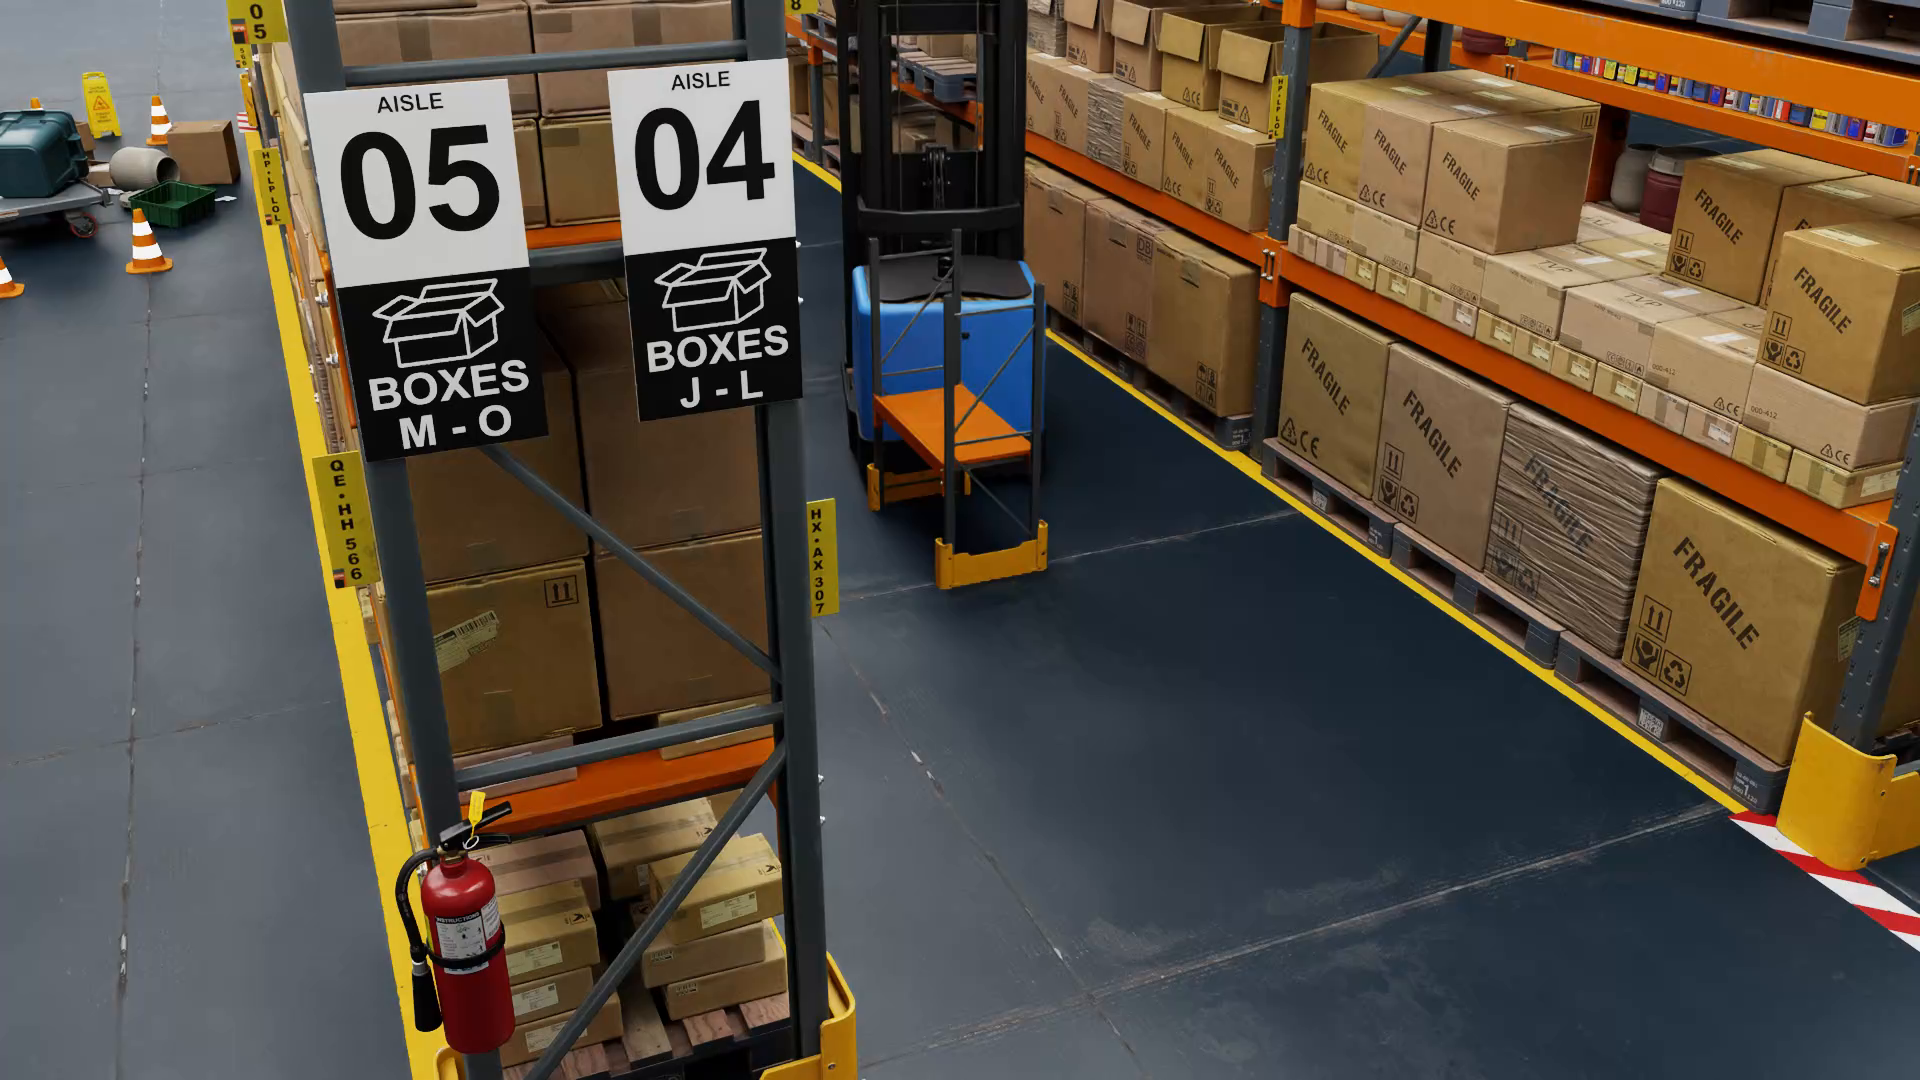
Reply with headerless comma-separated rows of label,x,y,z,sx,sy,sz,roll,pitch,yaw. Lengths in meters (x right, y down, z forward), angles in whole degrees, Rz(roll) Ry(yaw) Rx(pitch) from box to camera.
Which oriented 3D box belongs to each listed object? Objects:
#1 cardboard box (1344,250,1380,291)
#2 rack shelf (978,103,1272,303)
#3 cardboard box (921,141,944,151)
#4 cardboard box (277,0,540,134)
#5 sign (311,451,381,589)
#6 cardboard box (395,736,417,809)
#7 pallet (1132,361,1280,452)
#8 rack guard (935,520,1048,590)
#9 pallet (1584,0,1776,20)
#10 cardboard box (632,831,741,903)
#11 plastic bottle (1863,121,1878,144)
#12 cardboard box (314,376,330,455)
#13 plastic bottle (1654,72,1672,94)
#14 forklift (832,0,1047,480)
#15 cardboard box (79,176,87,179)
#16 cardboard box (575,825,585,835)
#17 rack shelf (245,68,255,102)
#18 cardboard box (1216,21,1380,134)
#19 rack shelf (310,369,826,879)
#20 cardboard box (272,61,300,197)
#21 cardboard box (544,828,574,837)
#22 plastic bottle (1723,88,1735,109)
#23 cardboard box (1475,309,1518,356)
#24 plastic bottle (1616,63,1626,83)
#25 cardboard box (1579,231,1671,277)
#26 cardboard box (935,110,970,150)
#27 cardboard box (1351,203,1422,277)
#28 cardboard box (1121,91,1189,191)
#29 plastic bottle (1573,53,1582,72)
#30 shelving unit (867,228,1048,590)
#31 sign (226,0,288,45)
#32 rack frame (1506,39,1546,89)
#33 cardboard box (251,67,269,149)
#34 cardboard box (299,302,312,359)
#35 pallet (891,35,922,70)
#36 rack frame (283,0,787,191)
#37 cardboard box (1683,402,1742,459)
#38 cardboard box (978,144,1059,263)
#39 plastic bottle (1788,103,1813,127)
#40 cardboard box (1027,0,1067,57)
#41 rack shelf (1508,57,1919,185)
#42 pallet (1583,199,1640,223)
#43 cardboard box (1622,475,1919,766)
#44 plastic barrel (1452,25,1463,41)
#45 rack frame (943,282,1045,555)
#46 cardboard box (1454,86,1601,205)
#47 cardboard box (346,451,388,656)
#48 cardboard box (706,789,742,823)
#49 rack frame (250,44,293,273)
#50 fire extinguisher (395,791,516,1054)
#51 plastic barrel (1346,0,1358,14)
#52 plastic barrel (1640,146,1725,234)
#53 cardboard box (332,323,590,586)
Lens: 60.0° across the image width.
cardboard box,2.193,-1.393,8.470,0.380,0.149,0.250,-10,28,-19
rack shelf,1.393,-2.379,11.023,1.077,0.370,4.000,-11,28,-21
cardboard box,0.100,-3.072,13.971,0.700,0.500,0.500,-13,29,-25
cardboard box,-1.275,-1.116,3.798,0.500,0.250,0.500,-11,28,-22
sign,-1.379,-0.043,3.740,0.100,0.325,0.005,-11,28,-21
cardboard box,-1.764,0.778,5.830,0.380,0.149,0.250,-10,28,-19
pallet,1.805,-0.940,10.434,1.003,0.211,1.213,-11,28,-21
rack guard,0.160,0.073,8.315,0.587,0.250,0.087,-10,28,-20
pallet,2.961,-2.379,6.885,1.003,0.211,1.213,-11,28,-21
cardboard box,-0.885,1.115,5.480,0.380,0.149,0.250,-11,28,-21
plastic bottle,6.212,-2.802,11.296,0.097,0.201,0.097,0,26,0
cardboard box,-3.149,-0.611,8.953,0.500,0.500,0.500,-11,28,-22
plastic bottle,5.450,-3.603,12.844,0.061,0.283,0.133,-11,28,-21
forklift,-0.187,-2.259,10.037,1.130,2.935,3.031,-3,26,-6
cardboard box,-8.250,-3.325,14.832,0.797,0.637,0.503,-11,28,-21
cardboard box,-1.239,0.958,6.139,0.380,0.149,0.250,-10,28,-20
rack shelf,-4.776,-3.182,12.668,1.077,0.370,4.000,-11,28,-21
cardboard box,1.919,-2.647,9.494,0.797,0.503,0.637,-11,28,-22
rack shelf,-1.643,0.048,6.053,1.077,0.370,4.000,-11,28,-21
cardboard box,-1.488,-1.092,4.319,0.500,0.250,0.500,-11,28,-21
cardboard box,-1.545,0.991,5.733,0.380,0.149,0.250,-11,28,-21
plastic bottle,5.728,-3.301,12.318,0.097,0.201,0.097,0,26,0
cardboard box,2.598,-0.976,7.616,0.380,0.149,0.250,-11,28,-22
plastic bottle,5.293,-3.749,13.235,0.097,0.201,0.097,0,26,0
cardboard box,3.191,-1.208,7.637,0.500,0.250,0.500,-11,28,-22
cardboard box,0.103,-3.398,13.784,0.500,0.250,0.500,-7,27,-15
cardboard box,2.310,-1.524,8.285,0.500,0.250,0.500,-11,28,-21
cardboard box,1.344,-2.492,10.321,0.500,0.500,0.500,-11,28,-21
plastic bottle,5.098,-3.950,13.648,0.097,0.201,0.097,0,26,0
shelving unit,-0.031,-0.690,8.454,0.587,1.500,1.083,-10,28,-20
sign,-1.379,-1.127,3.211,0.100,0.325,0.005,-11,28,-21
rack frame,5.168,-4.360,14.261,1.000,3.000,0.127,-11,28,-21
cardboard box,-4.417,-2.878,11.113,0.500,0.500,0.500,-11,28,-21
cardboard box,-3.360,-1.163,9.230,0.500,0.250,0.500,-12,28,-23
pallet,-0.203,-4.215,14.183,1.003,0.211,1.213,-11,28,-21
rack frame,-0.860,-2.164,2.926,1.000,3.000,0.127,-11,28,-21
cardboard box,3.100,-0.461,6.561,0.380,0.149,0.250,-11,28,-20
cardboard box,0.861,-2.461,12.315,1.225,0.875,0.875,-12,28,-23
plastic bottle,6.001,-3.113,11.763,0.144,0.351,0.185,-11,28,-21
cardboard box,0.882,-3.707,11.666,0.797,0.503,0.637,-10,28,-19
rack shelf,5.951,-3.230,12.766,1.077,0.370,4.000,-11,28,-21
pallet,5.515,-2.796,14.236,1.003,0.211,1.213,-11,28,-21
cardboard box,3.419,0.242,6.779,0.875,0.875,0.875,-11,28,-21
plastic barrel,4.568,-4.789,15.012,0.421,0.512,0.421,0,26,0
rack frame,0.160,-0.488,8.039,0.500,1.500,0.032,-10,28,-20
cardboard box,2.795,-1.955,8.313,0.500,0.500,0.500,-10,28,-20
cardboard box,-1.470,0.007,4.863,0.500,0.500,0.500,-11,28,-21
cardboard box,-0.952,0.873,5.636,0.380,0.149,0.250,-11,28,-21
rack frame,-3.993,-2.698,10.857,1.000,3.000,0.127,-11,28,-21
fire extinguisher,-1.186,0.915,3.970,0.296,0.674,0.183,-11,28,-21
plastic barrel,3.978,-5.352,16.451,0.301,0.262,0.301,0,26,0
plastic barrel,5.817,-2.815,13.366,0.600,0.588,0.708,-11,28,-21
cardboard box,-1.268,-0.238,4.226,0.500,0.500,0.500,-11,28,-22
